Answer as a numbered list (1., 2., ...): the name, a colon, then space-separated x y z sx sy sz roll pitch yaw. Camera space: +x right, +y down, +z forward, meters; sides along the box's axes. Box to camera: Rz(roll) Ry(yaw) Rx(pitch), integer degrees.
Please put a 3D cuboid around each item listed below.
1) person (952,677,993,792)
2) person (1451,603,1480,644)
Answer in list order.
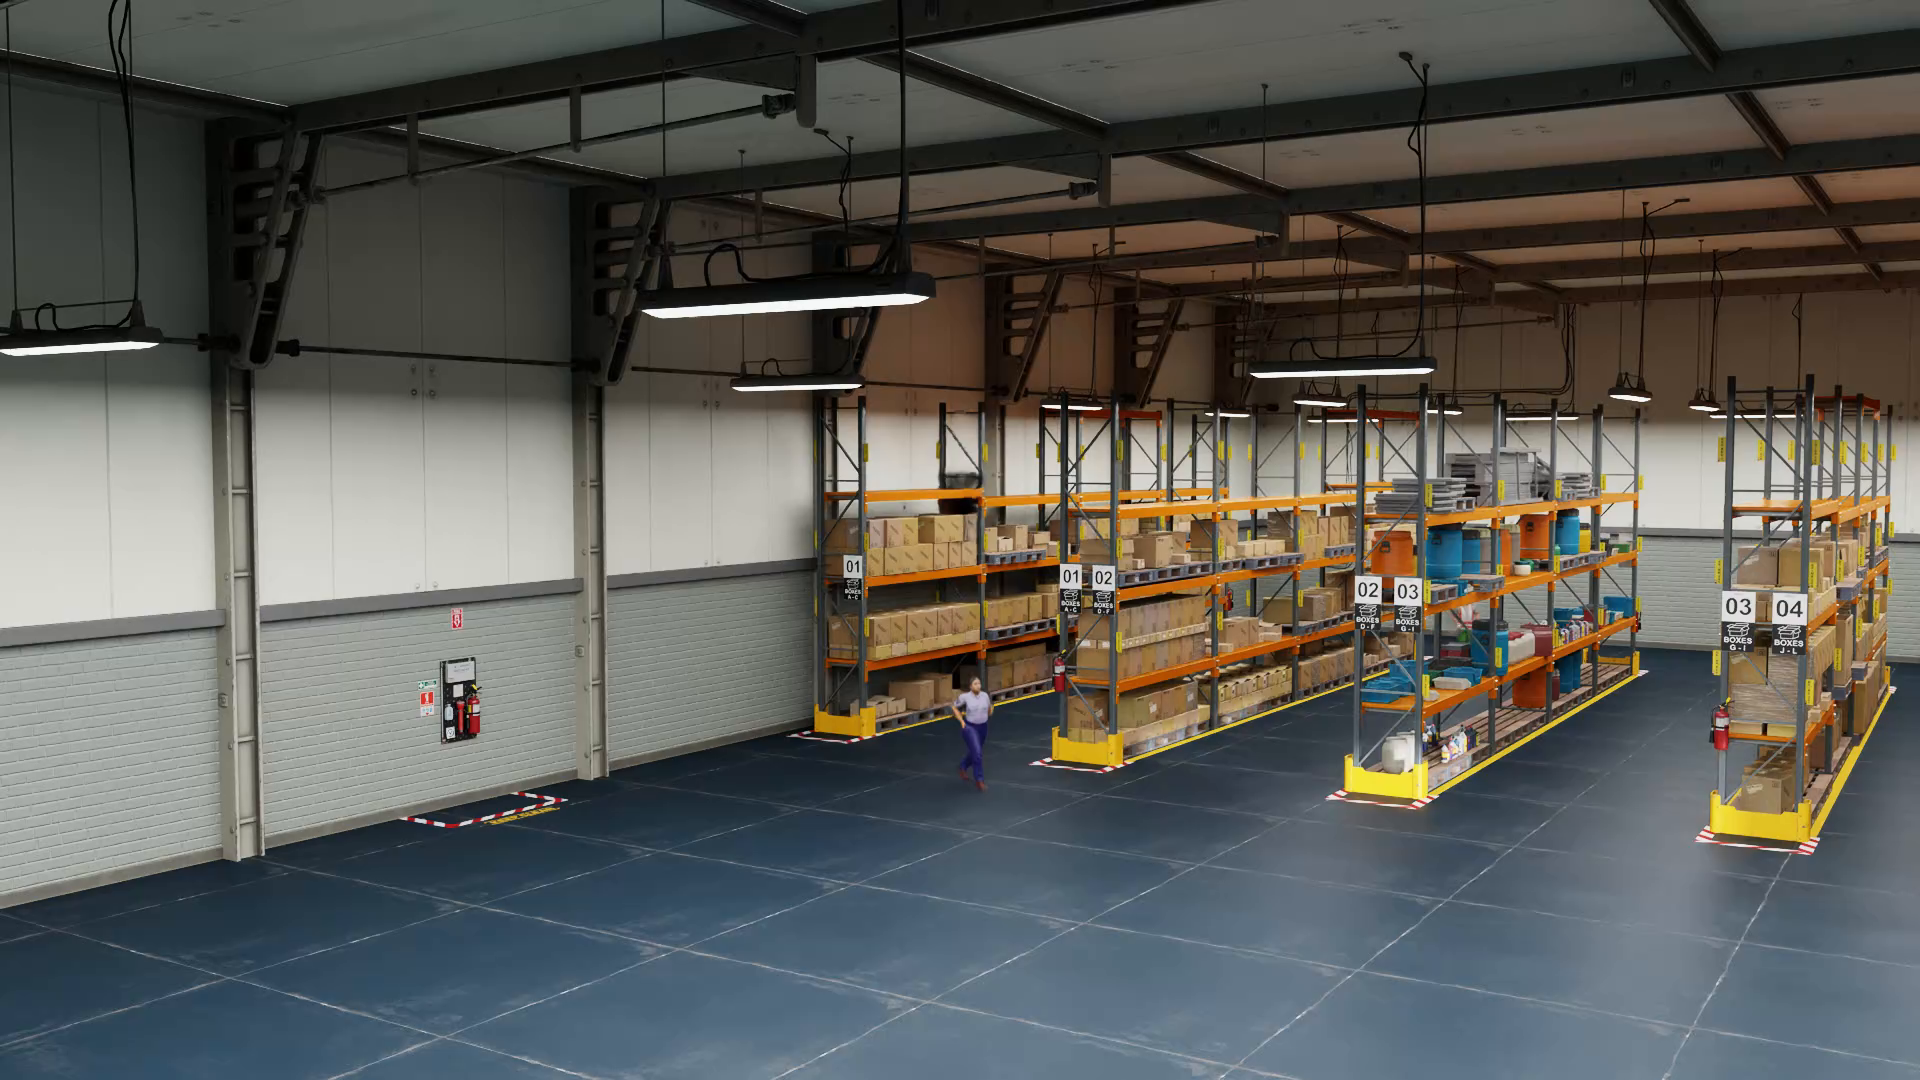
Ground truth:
1. person: 0.226 2.884 24.929 0.589 1.660 0.870 -2 4 -35
2. person: 11.748 2.093 38.603 0.673 1.771 0.645 0 3 8
